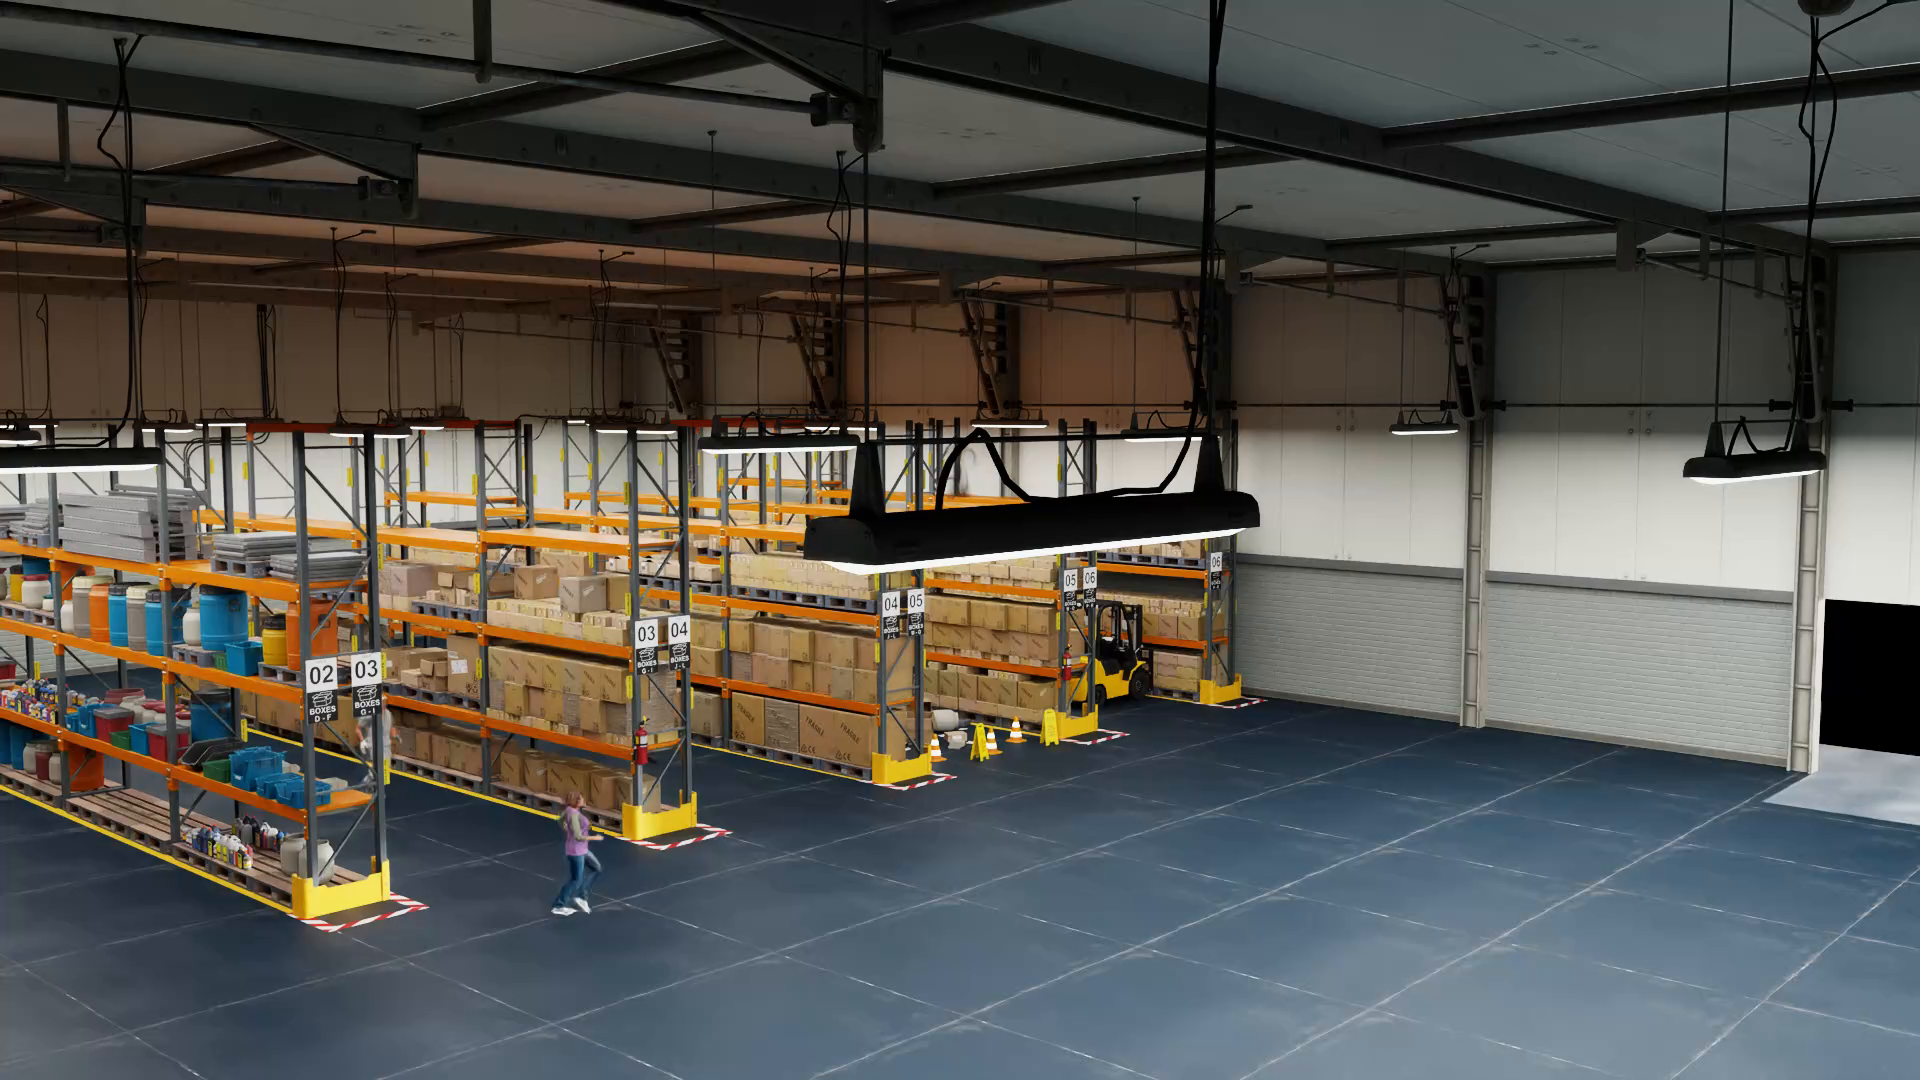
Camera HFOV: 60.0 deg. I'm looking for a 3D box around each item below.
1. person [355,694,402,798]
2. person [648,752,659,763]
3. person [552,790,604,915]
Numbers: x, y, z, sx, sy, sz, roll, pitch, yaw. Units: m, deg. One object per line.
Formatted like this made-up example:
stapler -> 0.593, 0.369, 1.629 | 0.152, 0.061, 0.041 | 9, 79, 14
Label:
person -> -9.234, 3.297, 26.498 | 0.633, 1.732, 0.670 | 3, 5, 28
person -> -5.517, 3.113, 29.418 | 0.691, 1.680, 0.691 | 2, 5, 28
person -> -4.737, 3.864, 20.595 | 0.653, 1.580, 0.548 | -1, 5, -13
